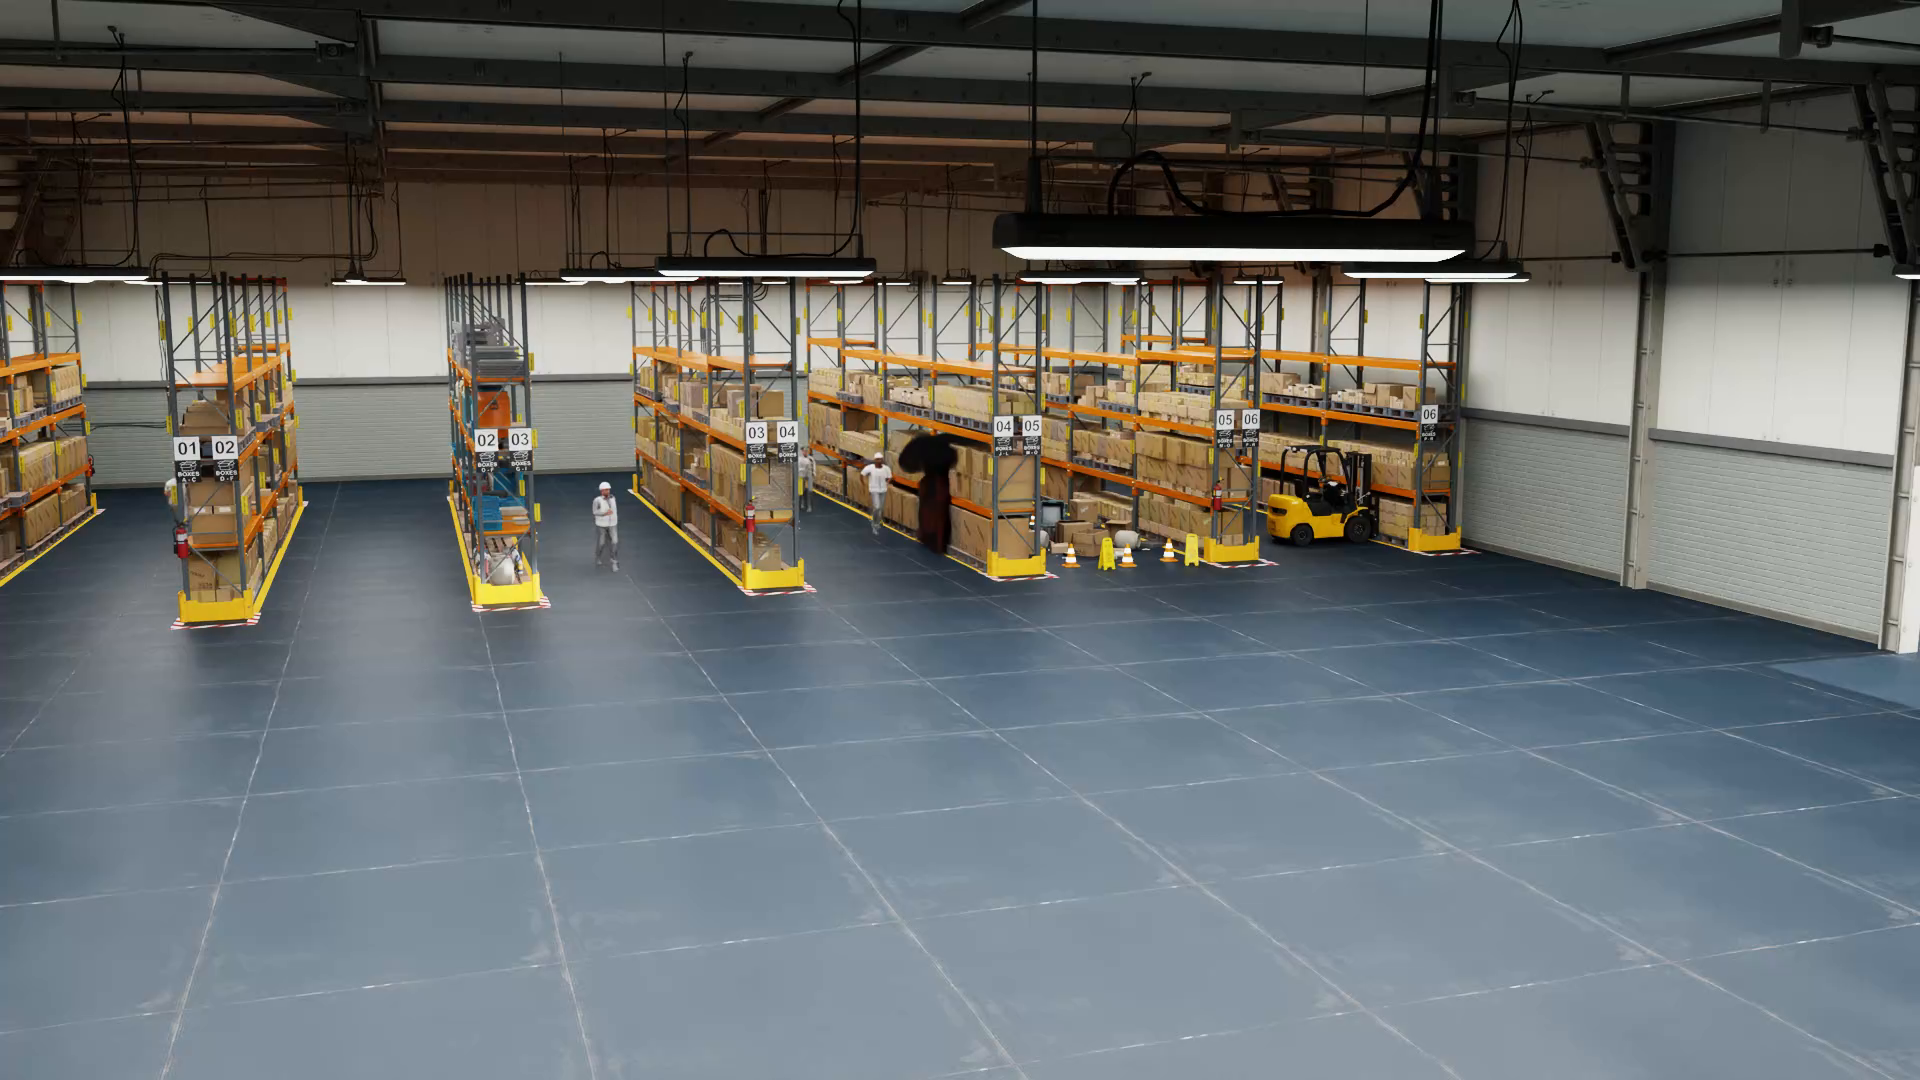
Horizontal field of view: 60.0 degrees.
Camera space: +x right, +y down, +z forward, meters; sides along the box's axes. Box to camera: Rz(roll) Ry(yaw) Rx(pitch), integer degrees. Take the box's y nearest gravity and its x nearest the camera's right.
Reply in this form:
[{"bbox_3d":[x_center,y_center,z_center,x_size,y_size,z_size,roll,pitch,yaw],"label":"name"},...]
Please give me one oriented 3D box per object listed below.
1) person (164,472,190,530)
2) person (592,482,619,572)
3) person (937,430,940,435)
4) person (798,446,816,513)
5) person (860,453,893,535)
[{"bbox_3d":[-17.930,-0.823,38.123,0.587,1.638,0.798,-6,10,-33],"label":"person"},{"bbox_3d":[-7.259,-0.282,34.023,0.599,1.827,0.869,-5,10,-32],"label":"person"},{"bbox_3d":[-0.730,-2.704,50.830,0.888,1.493,0.547,-3,9,-20],"label":"person"},{"bbox_3d":[-3.984,-1.582,42.944,0.571,1.743,0.832,-2,9,-12],"label":"person"},{"bbox_3d":[-1.834,-1.038,37.305,0.684,1.847,0.712,-4,9,-24],"label":"person"}]
